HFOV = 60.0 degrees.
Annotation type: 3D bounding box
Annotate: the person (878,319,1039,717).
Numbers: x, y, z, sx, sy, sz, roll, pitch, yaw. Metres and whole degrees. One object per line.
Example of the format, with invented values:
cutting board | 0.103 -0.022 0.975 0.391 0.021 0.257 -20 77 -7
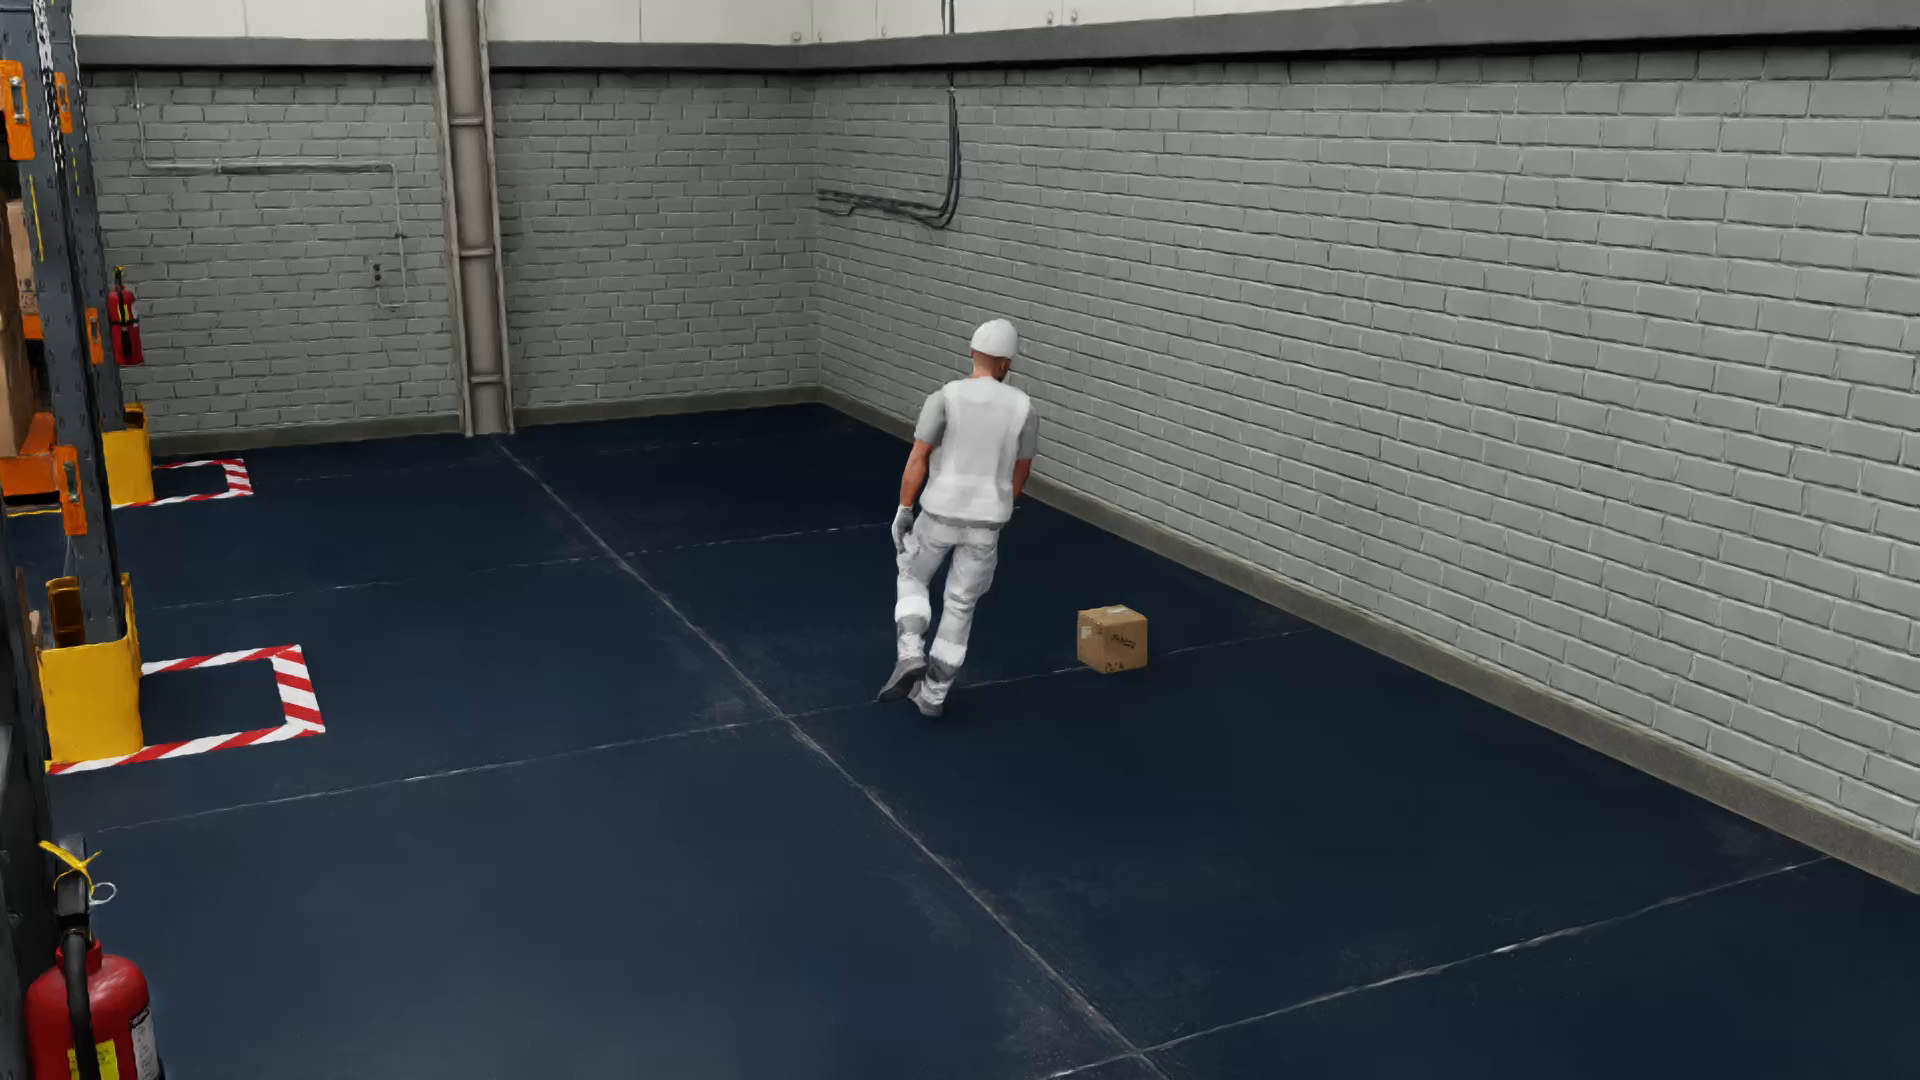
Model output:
person | -0.020 -0.082 7.300 0.731 1.761 0.519 -2 15 -9
